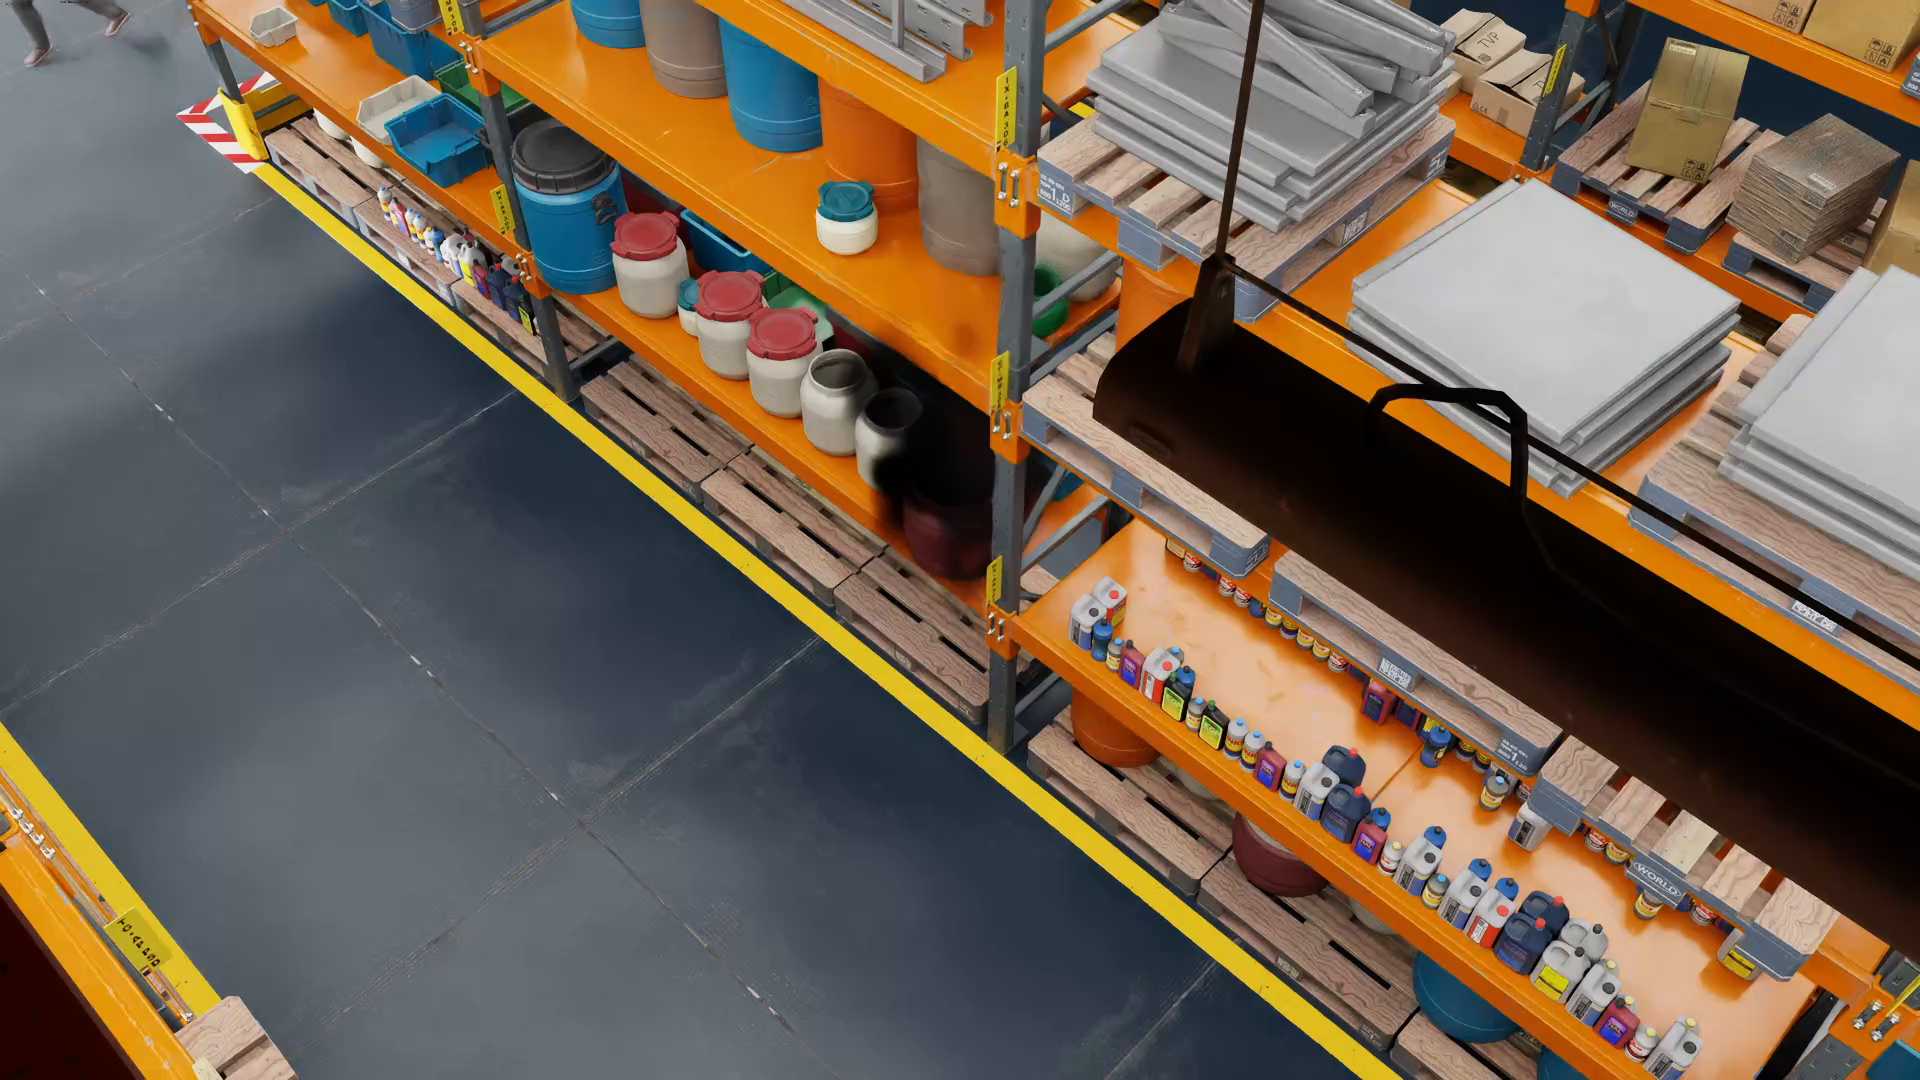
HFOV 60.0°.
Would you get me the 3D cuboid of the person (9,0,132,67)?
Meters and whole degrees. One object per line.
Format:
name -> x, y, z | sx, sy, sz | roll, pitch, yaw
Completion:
person -> -7.260, -4.546, 13.128 | 0.902, 1.696, 0.581 | -7, 50, -6
